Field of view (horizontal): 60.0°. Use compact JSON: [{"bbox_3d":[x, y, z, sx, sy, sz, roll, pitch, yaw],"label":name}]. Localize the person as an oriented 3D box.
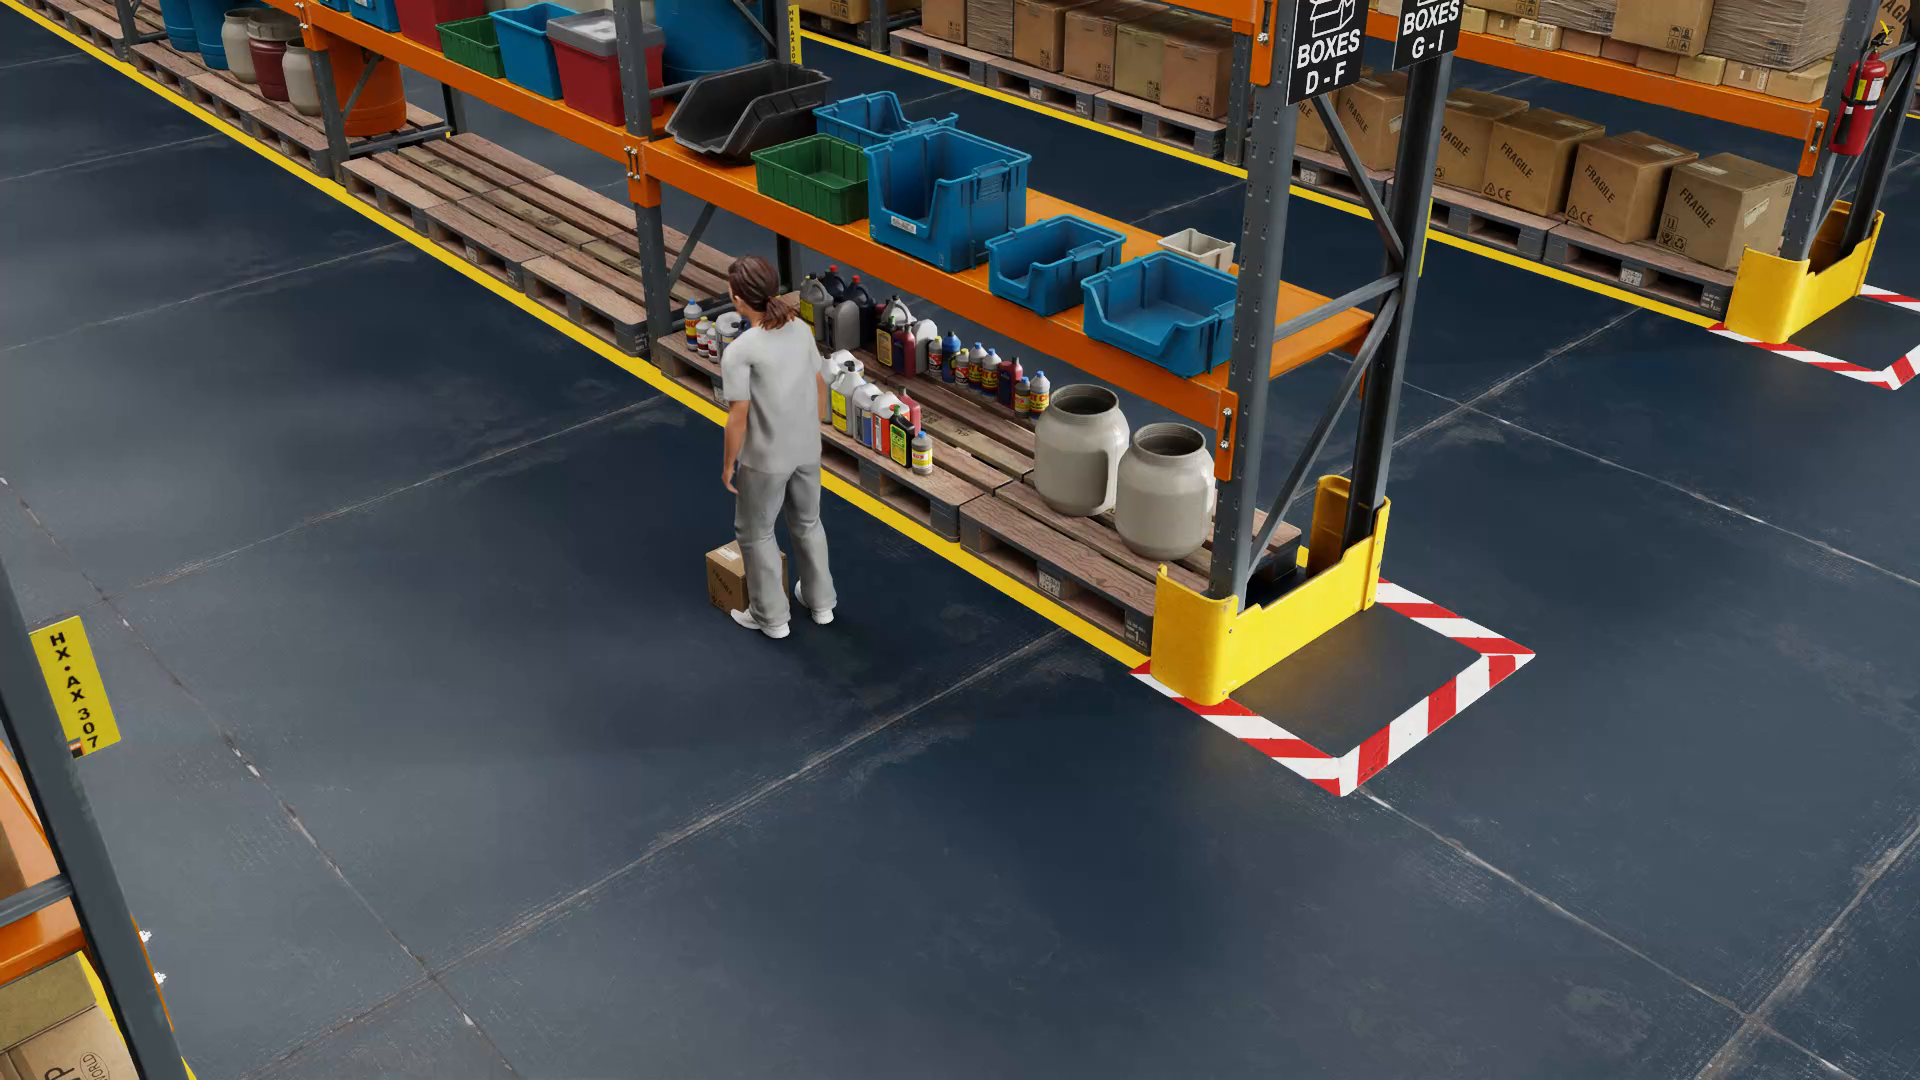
[{"bbox_3d":[-0.760,-0.355,6.708,0.486,1.673,0.406,-26,40,-35],"label":"person"}]
